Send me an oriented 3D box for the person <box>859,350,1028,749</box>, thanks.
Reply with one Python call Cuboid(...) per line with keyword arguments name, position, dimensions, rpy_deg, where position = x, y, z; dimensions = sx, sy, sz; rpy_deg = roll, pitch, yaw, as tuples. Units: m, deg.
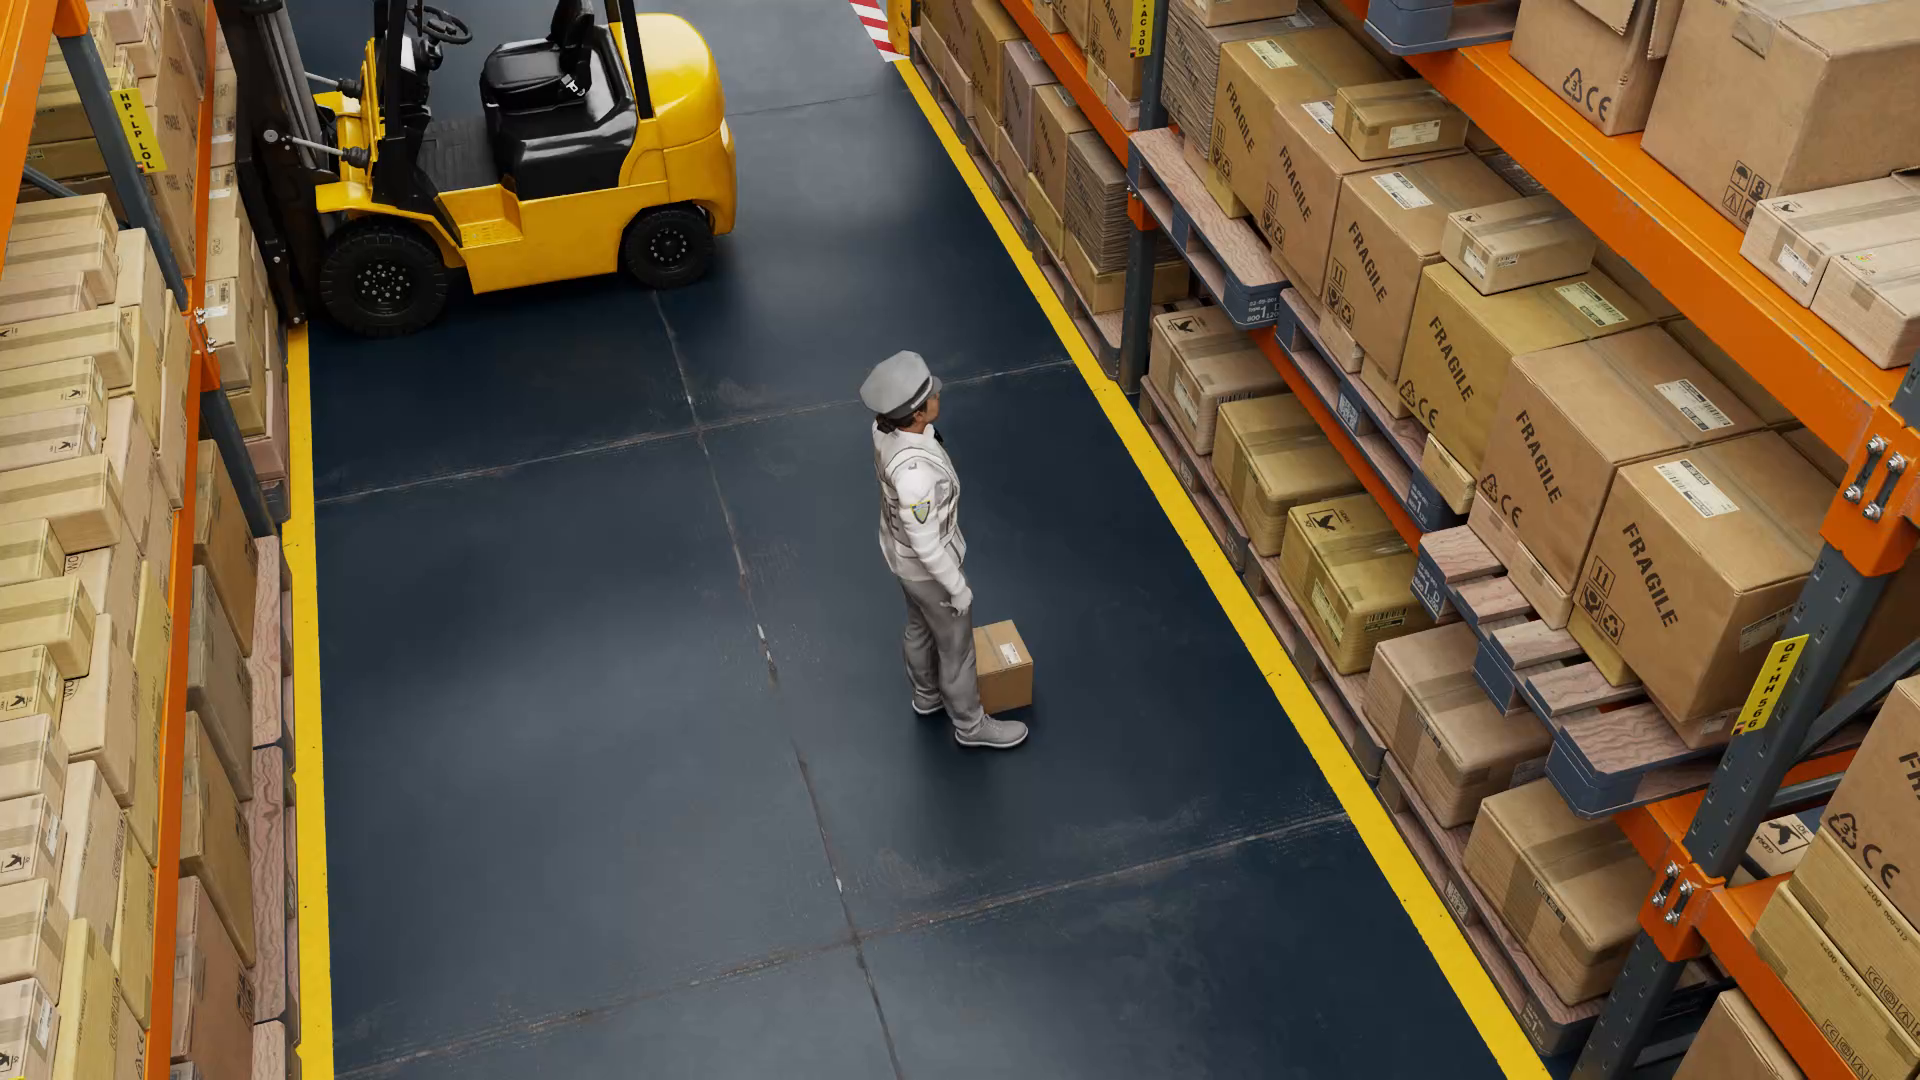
Cuboid(name="person", position=(-0.060, 0.037, 6.082), dimensions=(0.533, 1.697, 0.588), rpy_deg=(-12, 44, -13))
